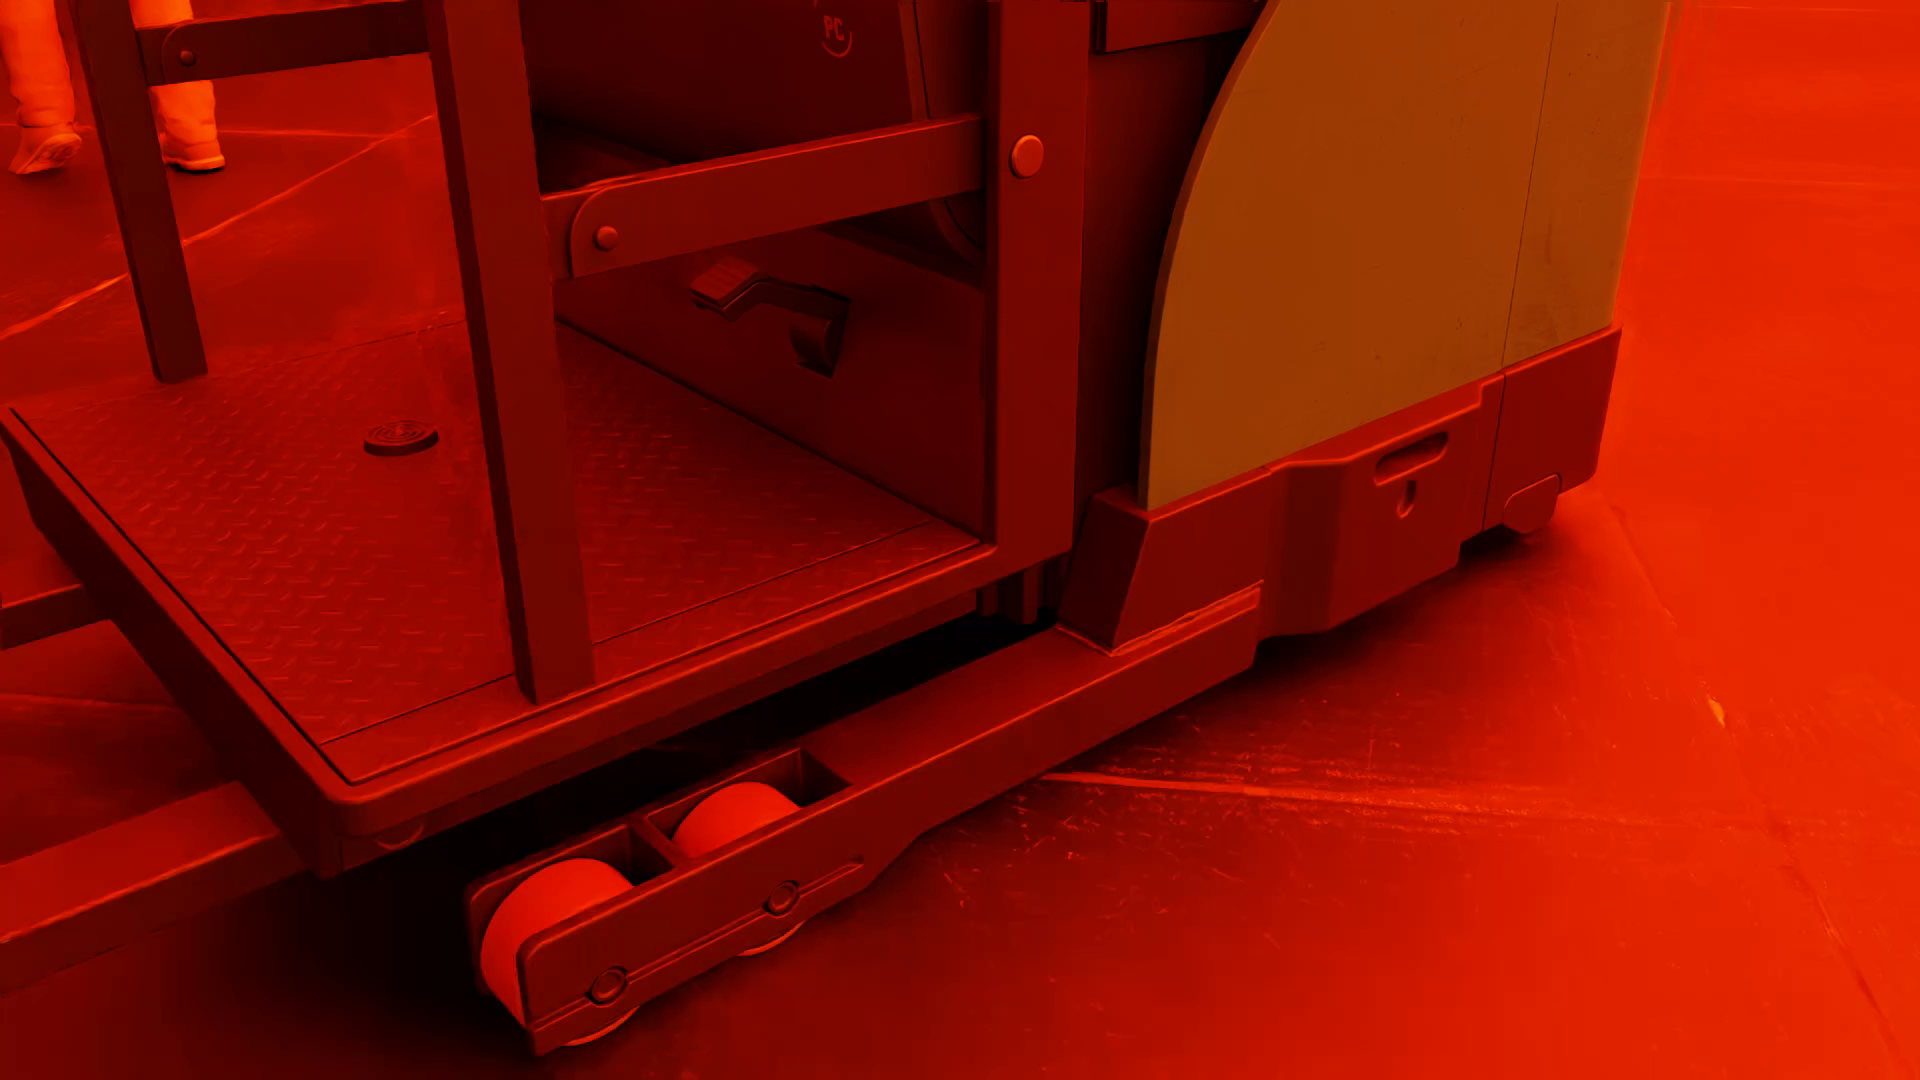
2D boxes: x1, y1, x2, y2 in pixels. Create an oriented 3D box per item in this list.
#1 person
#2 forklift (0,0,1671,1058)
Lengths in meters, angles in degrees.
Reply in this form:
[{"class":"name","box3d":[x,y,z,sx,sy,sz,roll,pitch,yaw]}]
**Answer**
[{"class":"person","box3d":[-2.253,-1.768,4.223,0.636,1.787,0.504,-22,34,-37]},{"class":"forklift","box3d":[-0.467,-1.106,1.435,3.031,2.935,1.130,-21,33,-35]}]
